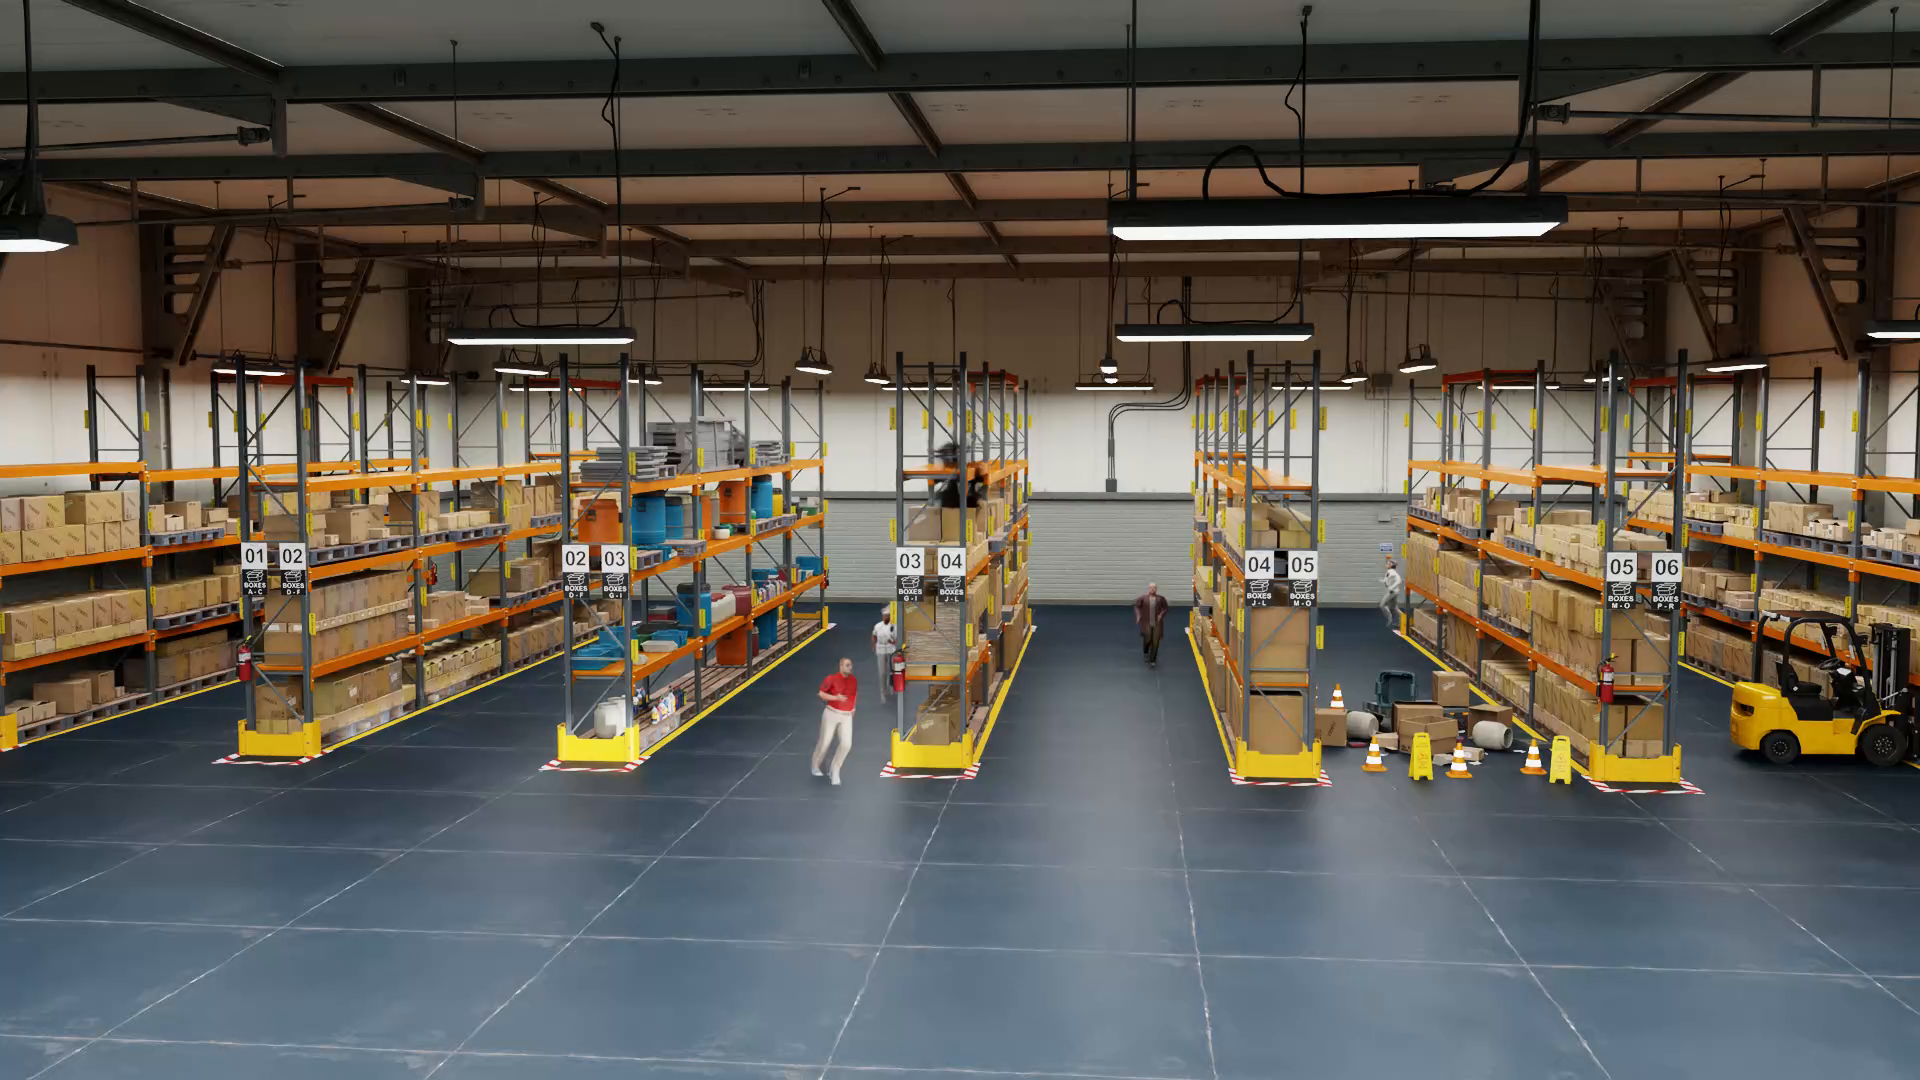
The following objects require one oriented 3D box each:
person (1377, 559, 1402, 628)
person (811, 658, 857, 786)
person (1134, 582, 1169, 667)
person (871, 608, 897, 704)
[{"bbox_3d":[10.480,1.304,40.415,0.688,1.725,0.614,1,4,18],"label":"person"},{"bbox_3d":[-1.682,2.520,23.238,0.677,1.762,0.750,-2,5,-26],"label":"person"},{"bbox_3d":[3.906,1.734,33.843,0.714,1.732,0.624,0,4,3],"label":"person"},{"bbox_3d":[-1.309,2.039,29.727,0.583,1.663,0.924,0,4,1],"label":"person"}]
